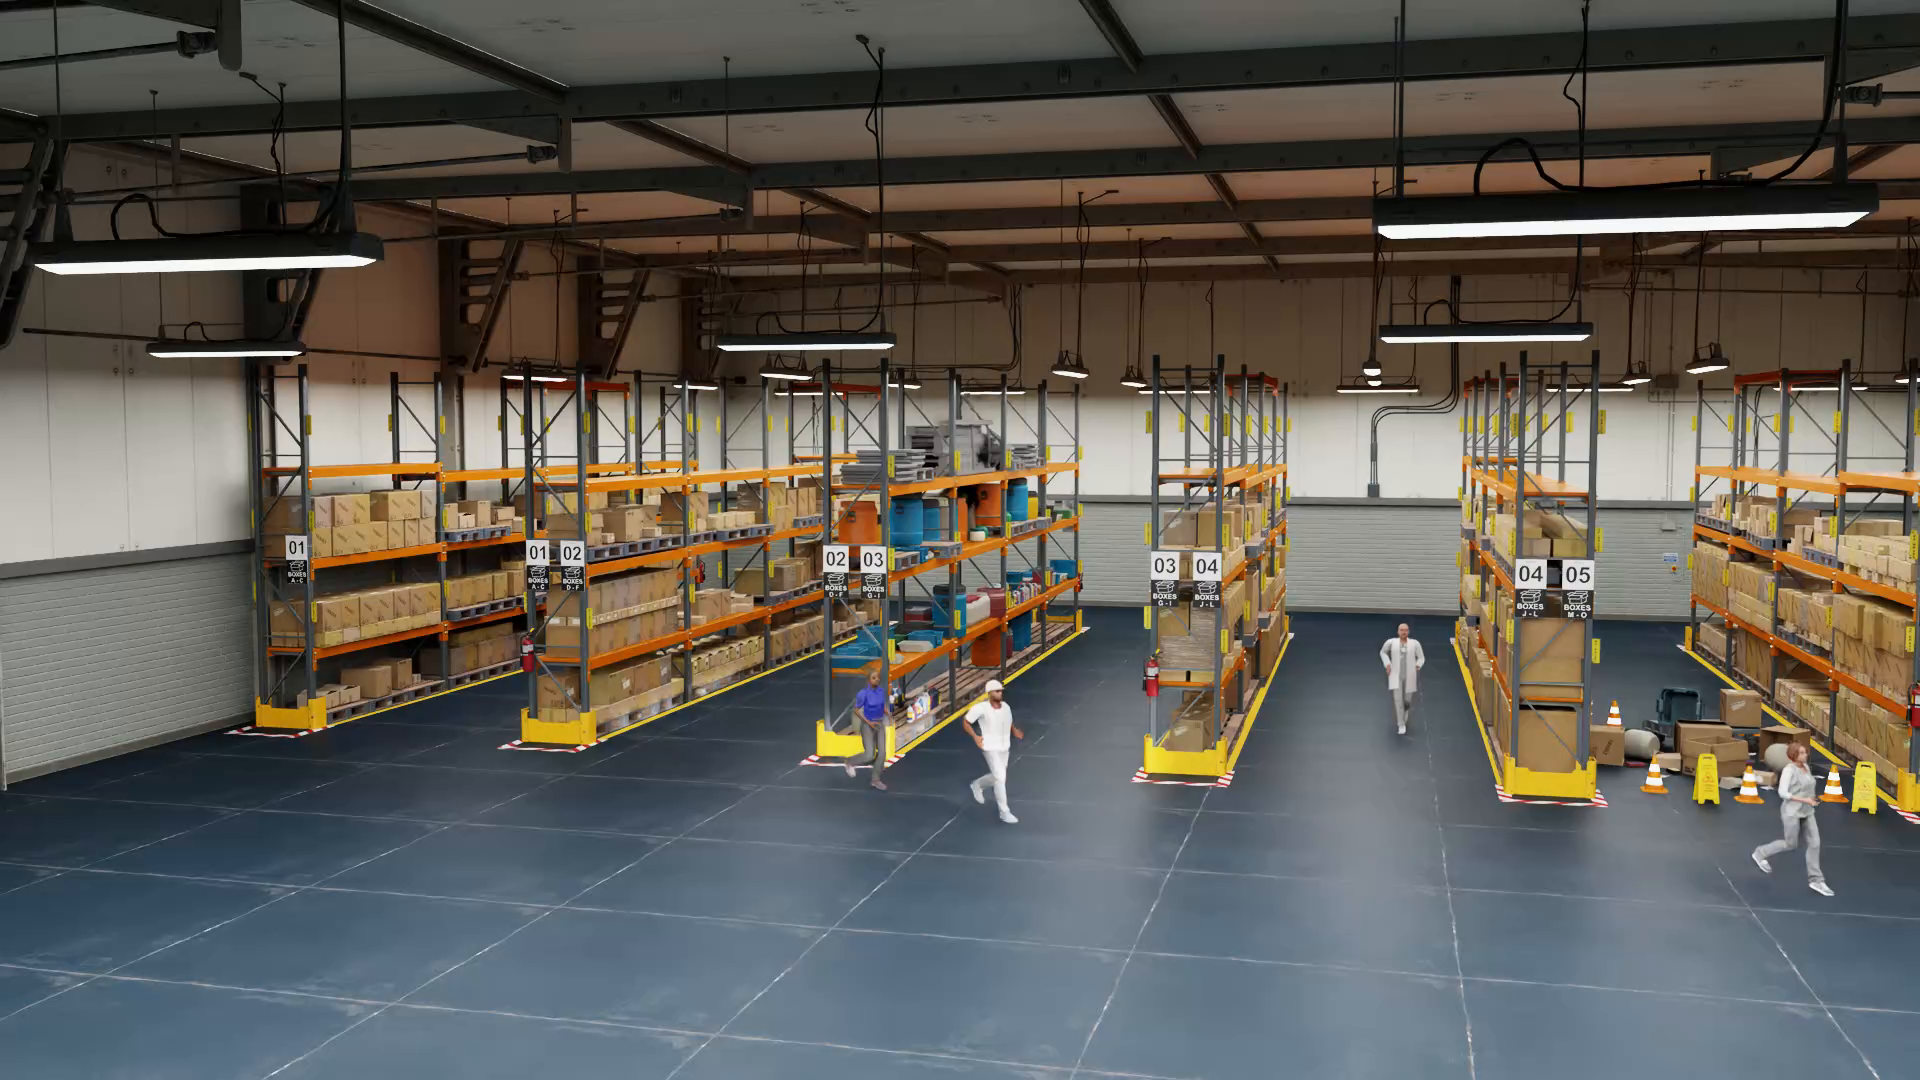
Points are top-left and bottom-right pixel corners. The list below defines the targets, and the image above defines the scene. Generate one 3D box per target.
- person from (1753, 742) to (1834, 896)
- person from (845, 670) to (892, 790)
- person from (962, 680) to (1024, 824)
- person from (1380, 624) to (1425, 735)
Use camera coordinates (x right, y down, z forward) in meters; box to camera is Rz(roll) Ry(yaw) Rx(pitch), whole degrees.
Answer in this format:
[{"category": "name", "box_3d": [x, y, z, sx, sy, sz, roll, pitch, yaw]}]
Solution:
[{"category": "person", "box_3d": [9.029, 2.975, 17.961, 0.554, 1.577, 0.900, -2, 4, -28]}, {"category": "person", "box_3d": [-1.242, 2.613, 23.101, 0.583, 1.643, 0.696, -4, 5, -43]}, {"category": "person", "box_3d": [0.422, 2.666, 21.216, 0.699, 1.769, 0.933, -4, 5, -42]}, {"category": "person", "box_3d": [7.264, 2.253, 27.320, 0.711, 1.771, 0.914, 1, 4, 12]}]
